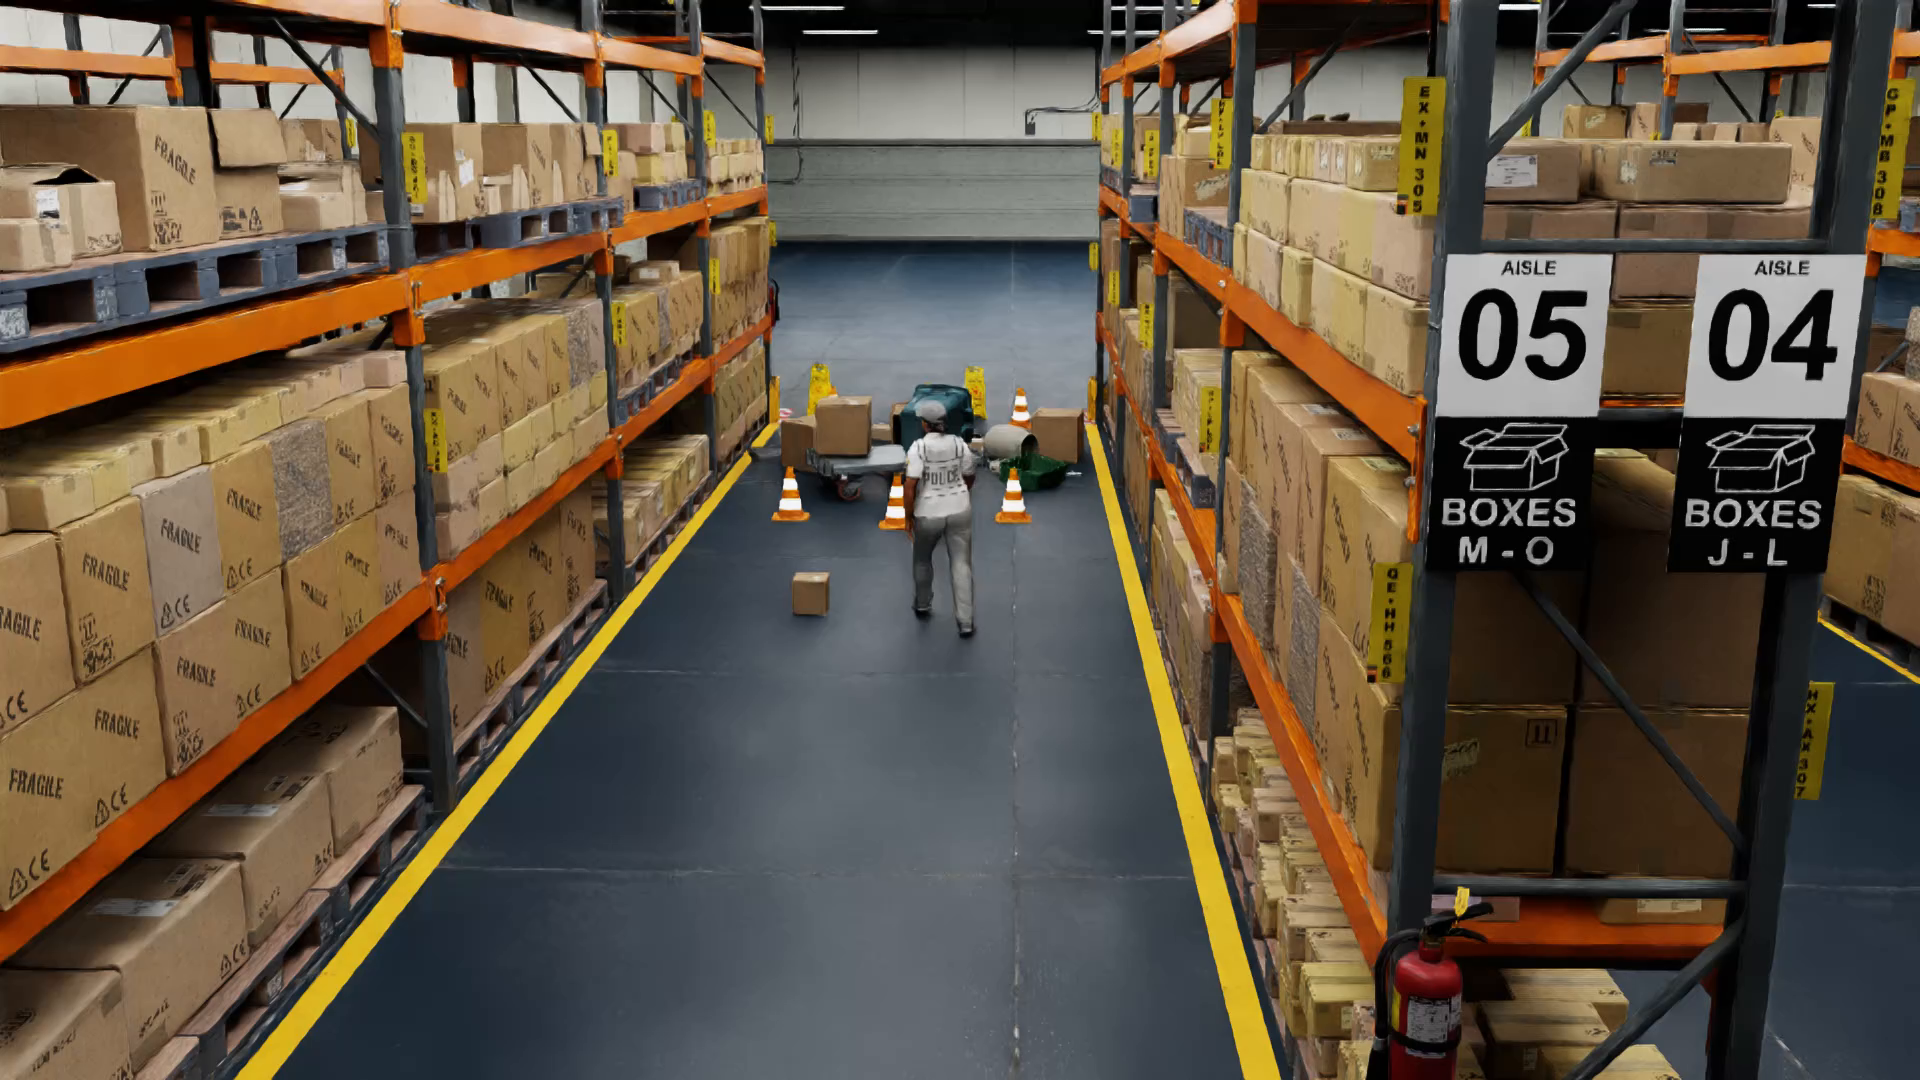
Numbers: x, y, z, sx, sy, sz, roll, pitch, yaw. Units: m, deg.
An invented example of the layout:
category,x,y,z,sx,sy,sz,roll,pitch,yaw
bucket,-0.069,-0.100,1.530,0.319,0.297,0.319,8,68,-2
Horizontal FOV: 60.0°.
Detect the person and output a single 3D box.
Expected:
category,x,y,z,sx,sy,sz,roll,pitch,yaw
person,7.958,-7.332,31.376,26.110,5.992,37.296,-3,14,-13
